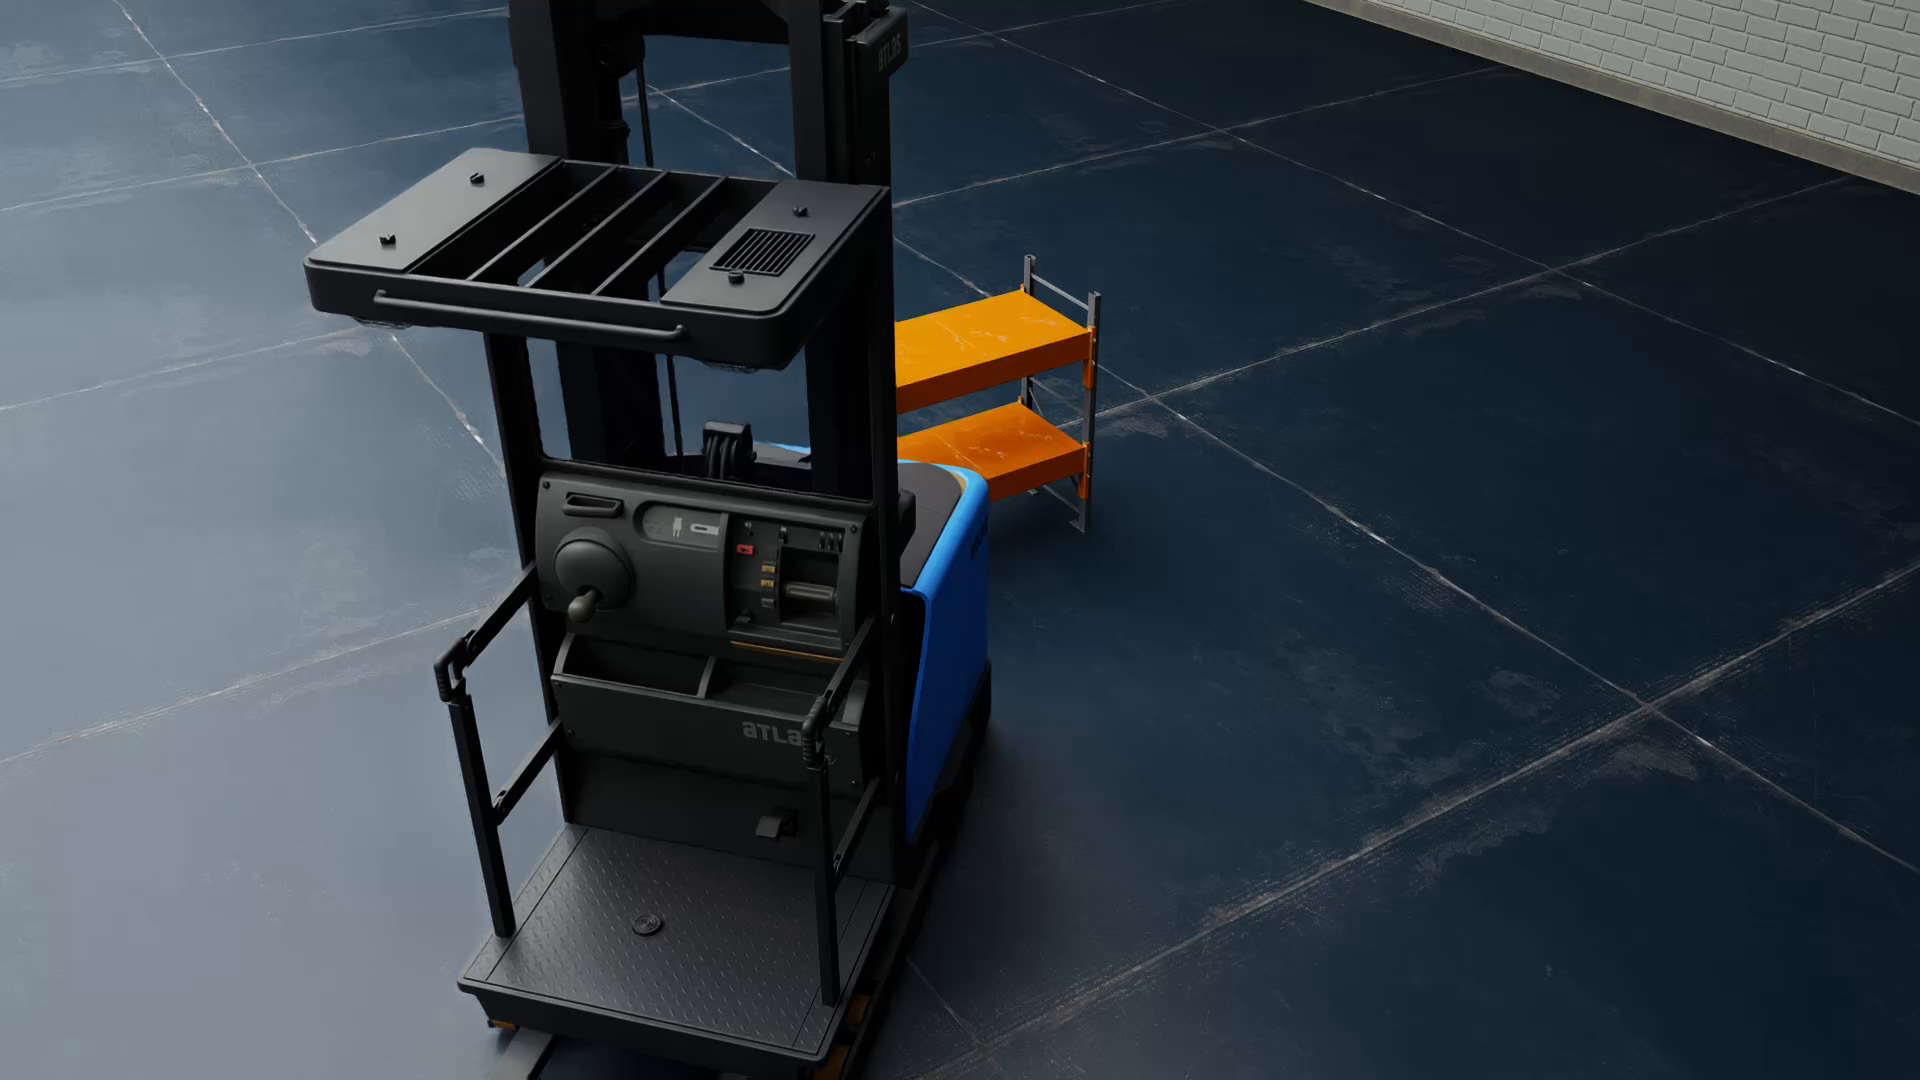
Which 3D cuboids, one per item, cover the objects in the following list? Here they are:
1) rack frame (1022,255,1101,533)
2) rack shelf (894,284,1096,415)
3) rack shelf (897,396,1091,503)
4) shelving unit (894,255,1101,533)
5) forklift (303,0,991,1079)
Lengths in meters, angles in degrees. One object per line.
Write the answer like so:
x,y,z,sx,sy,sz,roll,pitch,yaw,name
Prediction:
0.422,-0.621,7.180,0.032,1.125,0.500,-19,37,-27,rack frame
-0.006,-0.721,6.791,1.000,0.278,0.538,-19,37,-27,rack shelf
-0.006,-0.267,7.077,1.000,0.278,0.538,-19,37,-27,rack shelf
-0.006,-0.474,6.947,1.048,1.125,0.538,-19,37,-27,shelving unit
-0.764,0.122,4.309,1.130,2.935,3.031,8,33,13,forklift
